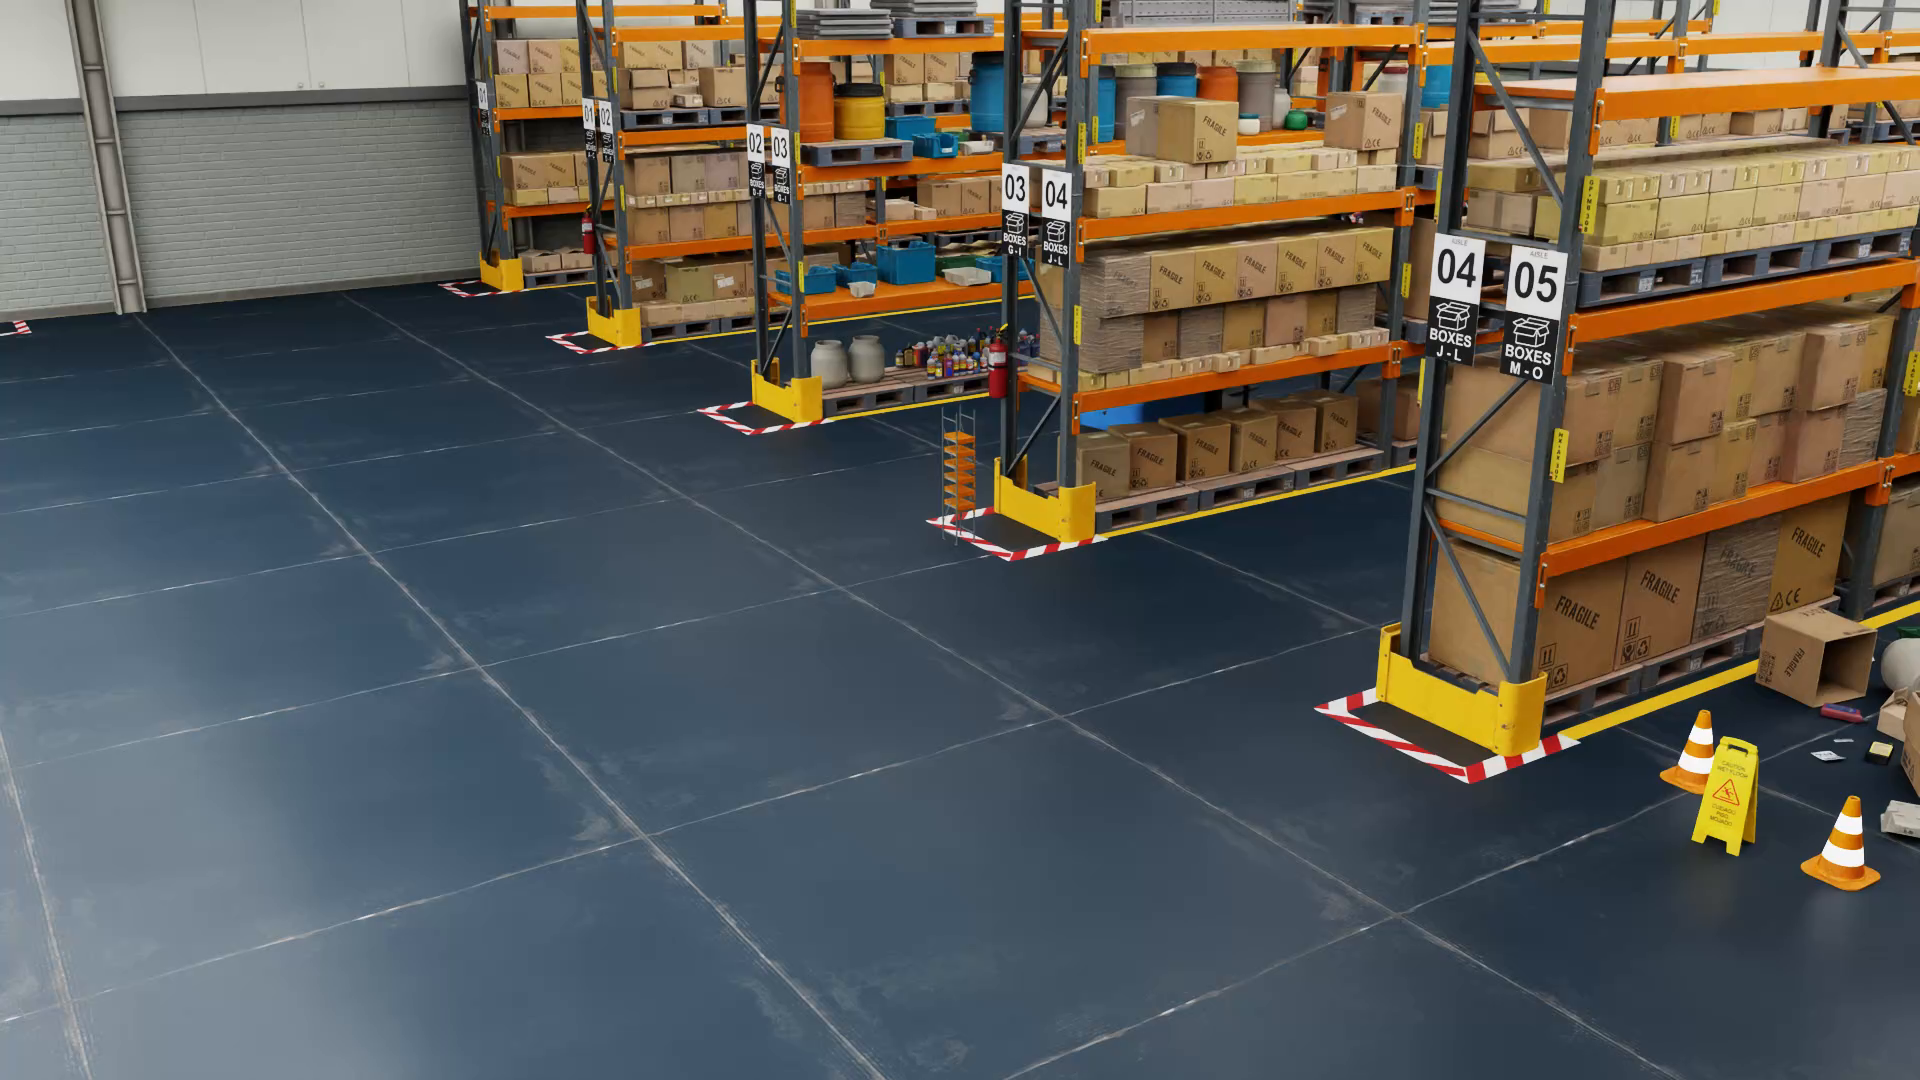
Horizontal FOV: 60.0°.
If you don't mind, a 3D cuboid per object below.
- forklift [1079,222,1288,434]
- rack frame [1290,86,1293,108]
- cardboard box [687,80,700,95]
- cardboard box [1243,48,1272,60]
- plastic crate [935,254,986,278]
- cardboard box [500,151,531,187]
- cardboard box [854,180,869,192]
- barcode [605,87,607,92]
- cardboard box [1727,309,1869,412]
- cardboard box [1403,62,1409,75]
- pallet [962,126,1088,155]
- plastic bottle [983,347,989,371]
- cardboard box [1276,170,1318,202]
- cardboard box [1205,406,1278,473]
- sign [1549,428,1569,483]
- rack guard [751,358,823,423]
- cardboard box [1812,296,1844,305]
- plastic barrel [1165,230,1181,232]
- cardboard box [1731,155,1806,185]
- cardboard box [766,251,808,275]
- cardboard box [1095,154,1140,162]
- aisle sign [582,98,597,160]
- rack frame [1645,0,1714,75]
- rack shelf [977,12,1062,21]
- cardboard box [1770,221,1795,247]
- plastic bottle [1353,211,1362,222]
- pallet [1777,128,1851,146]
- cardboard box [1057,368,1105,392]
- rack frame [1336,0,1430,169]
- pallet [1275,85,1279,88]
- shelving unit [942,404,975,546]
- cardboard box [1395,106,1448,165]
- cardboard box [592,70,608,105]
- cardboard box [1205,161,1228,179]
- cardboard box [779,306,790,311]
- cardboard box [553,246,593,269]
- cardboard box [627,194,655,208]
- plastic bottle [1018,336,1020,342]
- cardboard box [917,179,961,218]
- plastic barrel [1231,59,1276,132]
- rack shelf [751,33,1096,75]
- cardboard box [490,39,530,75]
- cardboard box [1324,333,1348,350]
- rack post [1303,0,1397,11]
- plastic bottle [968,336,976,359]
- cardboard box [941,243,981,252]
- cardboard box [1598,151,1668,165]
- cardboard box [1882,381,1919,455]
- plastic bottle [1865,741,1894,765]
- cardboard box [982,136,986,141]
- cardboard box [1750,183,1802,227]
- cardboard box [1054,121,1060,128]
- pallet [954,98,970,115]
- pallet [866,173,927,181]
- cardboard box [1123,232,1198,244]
[{"bbox_3d":[2.551,-2.562,17.748,3.031,2.935,1.130,-16,25,-40],"label":"forklift"},{"bbox_3d":[5.273,-6.324,28.767,0.127,3.000,1.000,-12,22,-31],"label":"rack frame"},{"bbox_3d":[-3.468,-6.226,23.057,0.500,0.311,0.500,-9,21,-25],"label":"cardboard box"},{"bbox_3d":[4.812,-7.970,27.983,0.600,0.600,0.600,-14,23,-36],"label":"cardboard box"},{"bbox_3d":[0.024,-3.325,20.228,0.662,0.188,0.450,-12,22,-31],"label":"plastic crate"},{"bbox_3d":[-7.200,-5.968,26.747,0.500,0.500,0.500,-12,22,-32],"label":"cardboard box"},{"bbox_3d":[-1.517,-5.164,24.168,0.250,0.149,0.380,-12,22,-31],"label":"cardboard box"},{"bbox_3d":[-4.762,-6.088,22.480,0.075,0.075,0.001,-12,22,-31],"label":"barcode"},{"bbox_3d":[5.958,-1.319,12.042,0.550,0.550,0.875,-12,22,-31],"label":"cardboard box"},{"bbox_3d":[7.908,-8.368,29.584,0.500,0.250,0.500,-12,22,-31],"label":"cardboard box"},{"bbox_3d":[0.764,-4.767,19.774,1.003,0.211,1.213,-12,22,-31],"label":"pallet"},{"bbox_3d":[0.366,-2.199,20.130,0.135,0.276,0.152,-11,22,-30],"label":"plastic bottle"},{"bbox_3d":[2.935,-3.284,15.325,0.500,0.250,0.500,-12,22,-32],"label":"cardboard box"},{"bbox_3d":[2.732,-0.986,16.225,0.500,0.500,0.500,-14,23,-36],"label":"cardboard box"},{"bbox_3d":[3.640,-0.513,10.105,0.005,0.325,0.100,-12,22,-31],"label":"sign"},{"bbox_3d":[-1.990,-1.726,19.071,0.348,0.500,1.175,-12,22,-31],"label":"rack guard"},{"bbox_3d":[10.195,-2.748,20.851,0.875,0.875,1.225,-12,22,-31],"label":"cardboard box"},{"bbox_3d":[2.845,-3.893,21.363,0.433,0.535,0.433,0,19,0],"label":"plastic barrel"},{"bbox_3d":[5.282,-2.429,10.897,0.250,0.149,0.380,-12,22,-31],"label":"cardboard box"},{"bbox_3d":[-2.515,-3.852,23.922,0.500,0.500,0.500,-12,22,-31],"label":"cardboard box"},{"bbox_3d":[1.403,-3.374,14.968,0.250,0.149,0.380,-12,22,-31],"label":"cardboard box"},{"bbox_3d":[-4.965,-5.509,22.297,0.004,0.787,0.394,-12,22,-31],"label":"aisle sign"},{"bbox_3d":[11.335,-8.545,25.969,0.127,3.000,1.000,-12,22,-31],"label":"rack frame"},{"bbox_3d":[0.875,-9.608,30.861,4.000,0.370,1.077,-12,22,-31],"label":"rack shelf"},{"bbox_3d":[5.278,-2.049,11.020,0.250,0.149,0.380,-12,22,-32],"label":"cardboard box"},{"bbox_3d":[5.712,-4.625,23.924,0.133,0.283,0.061,-12,22,-31],"label":"plastic bottle"},{"bbox_3d":[9.980,-4.829,19.961,1.217,0.209,0.805,-13,23,-34],"label":"pallet"},{"bbox_3d":[1.066,-1.427,14.675,0.250,0.149,0.380,-12,22,-31],"label":"cardboard box"},{"bbox_3d":[4.037,-5.106,15.798,0.127,3.000,1.000,-12,22,-31],"label":"rack frame"},{"bbox_3d":[4.690,-7.560,28.032,1.003,0.211,1.213,-12,22,-31],"label":"pallet"},{"bbox_3d":[-0.012,-0.566,14.545,0.189,1.200,0.258,-12,22,-31],"label":"shelving unit"},{"bbox_3d":[4.484,-3.990,16.361,0.637,0.503,0.797,-13,23,-34],"label":"cardboard box"},{"bbox_3d":[-5.724,-7.282,26.730,0.500,0.500,0.500,-10,21,-28],"label":"cardboard box"},{"bbox_3d":[2.159,-3.305,14.766,0.250,0.149,0.380,-13,23,-34],"label":"cardboard box"},{"bbox_3d":[-2.508,-3.494,24.032,0.500,0.250,0.500,-12,22,-31],"label":"cardboard box"},{"bbox_3d":[-6.373,-4.667,27.379,0.500,0.311,0.500,-10,21,-27],"label":"cardboard box"},{"bbox_3d":[-4.303,-4.576,22.429,0.250,0.149,0.380,-12,22,-32],"label":"cardboard box"},{"bbox_3d":[0.721,-2.515,21.183,0.097,0.201,0.097,0,19,0],"label":"plastic bottle"},{"bbox_3d":[-0.318,-5.186,25.244,0.500,0.500,0.500,-10,21,-28],"label":"cardboard box"},{"bbox_3d":[3.849,-5.866,21.945,0.600,0.901,0.600,0,19,0],"label":"plastic barrel"},{"bbox_3d":[-0.357,-5.549,18.854,4.000,0.370,1.077,-12,22,-31],"label":"rack shelf"},{"bbox_3d":[-7.021,-7.489,25.781,0.500,0.500,0.500,-14,23,-35],"label":"cardboard box"},{"bbox_3d":[3.563,-1.959,16.249,0.250,0.149,0.380,-12,22,-31],"label":"cardboard box"},{"bbox_3d":[5.236,-7.239,22.223,0.937,0.300,0.954,-12,22,-31],"label":"rack post"},{"bbox_3d":[0.151,-2.405,20.747,0.097,0.271,0.097,0,19,0],"label":"plastic bottle"},{"bbox_3d":[0.043,-4.493,26.113,0.500,0.311,0.500,-12,22,-32],"label":"cardboard box"},{"bbox_3d":[4.497,-2.515,11.153,0.250,0.149,0.380,-12,22,-32],"label":"cardboard box"},{"bbox_3d":[7.268,-0.988,12.827,0.500,0.500,0.500,-12,22,-31],"label":"cardboard box"},{"bbox_3d":[5.896,1.352,10.651,0.133,0.061,0.283,13,23,34],"label":"plastic bottle"},{"bbox_3d":[0.194,-7.248,30.849,0.500,0.500,0.500,-11,22,-30],"label":"cardboard box"},{"bbox_3d":[5.148,-2.236,10.949,0.500,0.250,0.500,-12,22,-32],"label":"cardboard box"},{"bbox_3d":[1.864,-7.963,31.793,0.500,0.250,0.500,-11,22,-30],"label":"cardboard box"},{"bbox_3d":[0.483,-6.610,25.223,1.213,0.211,1.003,-11,21,-29],"label":"pallet"},{"bbox_3d":[-1.332,-6.699,30.175,1.003,0.211,1.213,-12,22,-31],"label":"pallet"},{"bbox_3d":[1.853,-2.562,15.457,0.500,0.500,0.500,-12,22,-31],"label":"cardboard box"}]
